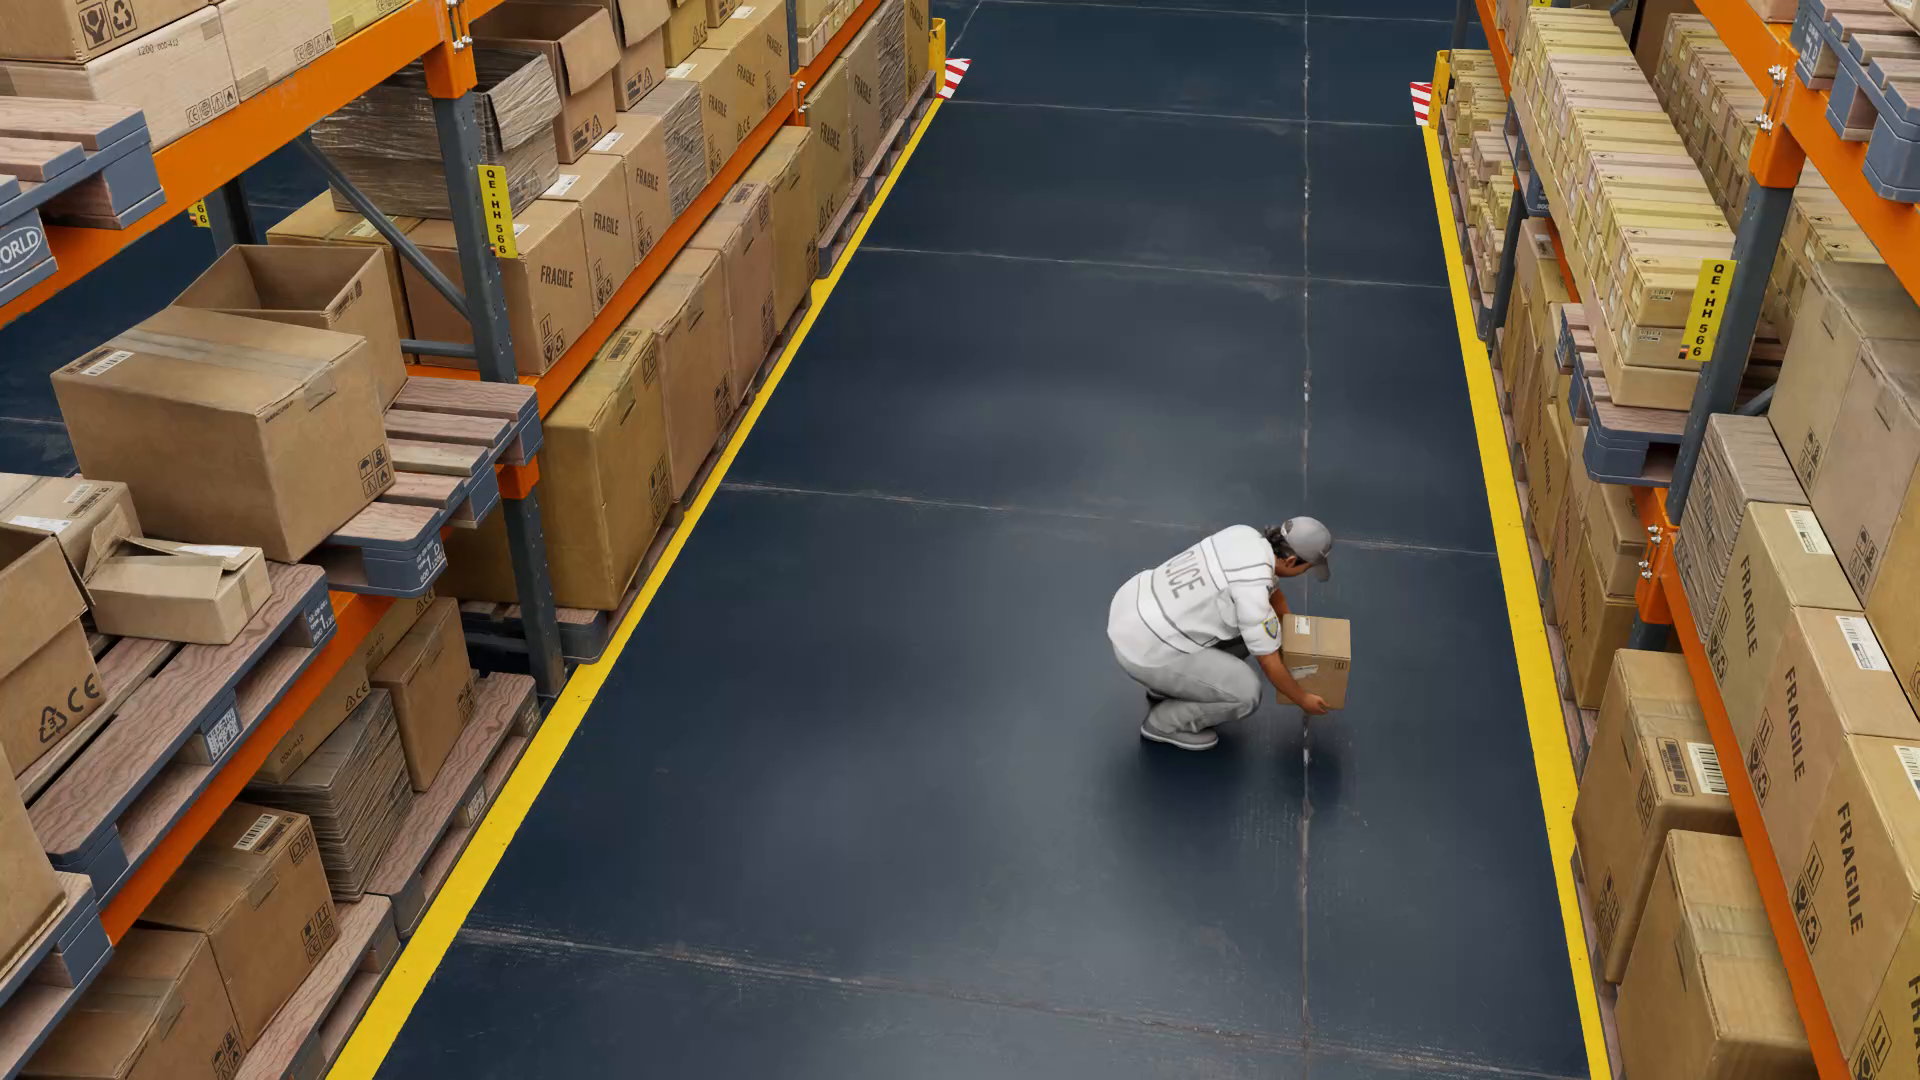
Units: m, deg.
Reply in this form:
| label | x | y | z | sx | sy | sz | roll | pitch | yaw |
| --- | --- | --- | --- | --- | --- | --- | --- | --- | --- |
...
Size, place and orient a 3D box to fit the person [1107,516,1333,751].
| label | x | y | z | sx | sy | sz | roll | pitch | yaw |
| --- | --- | --- | --- | --- | --- | --- | --- | --- | --- |
| person | 0.998 | 0.322 | 6.327 | 0.860 | 0.930 | 0.528 | 5 | 33 | 8 |
